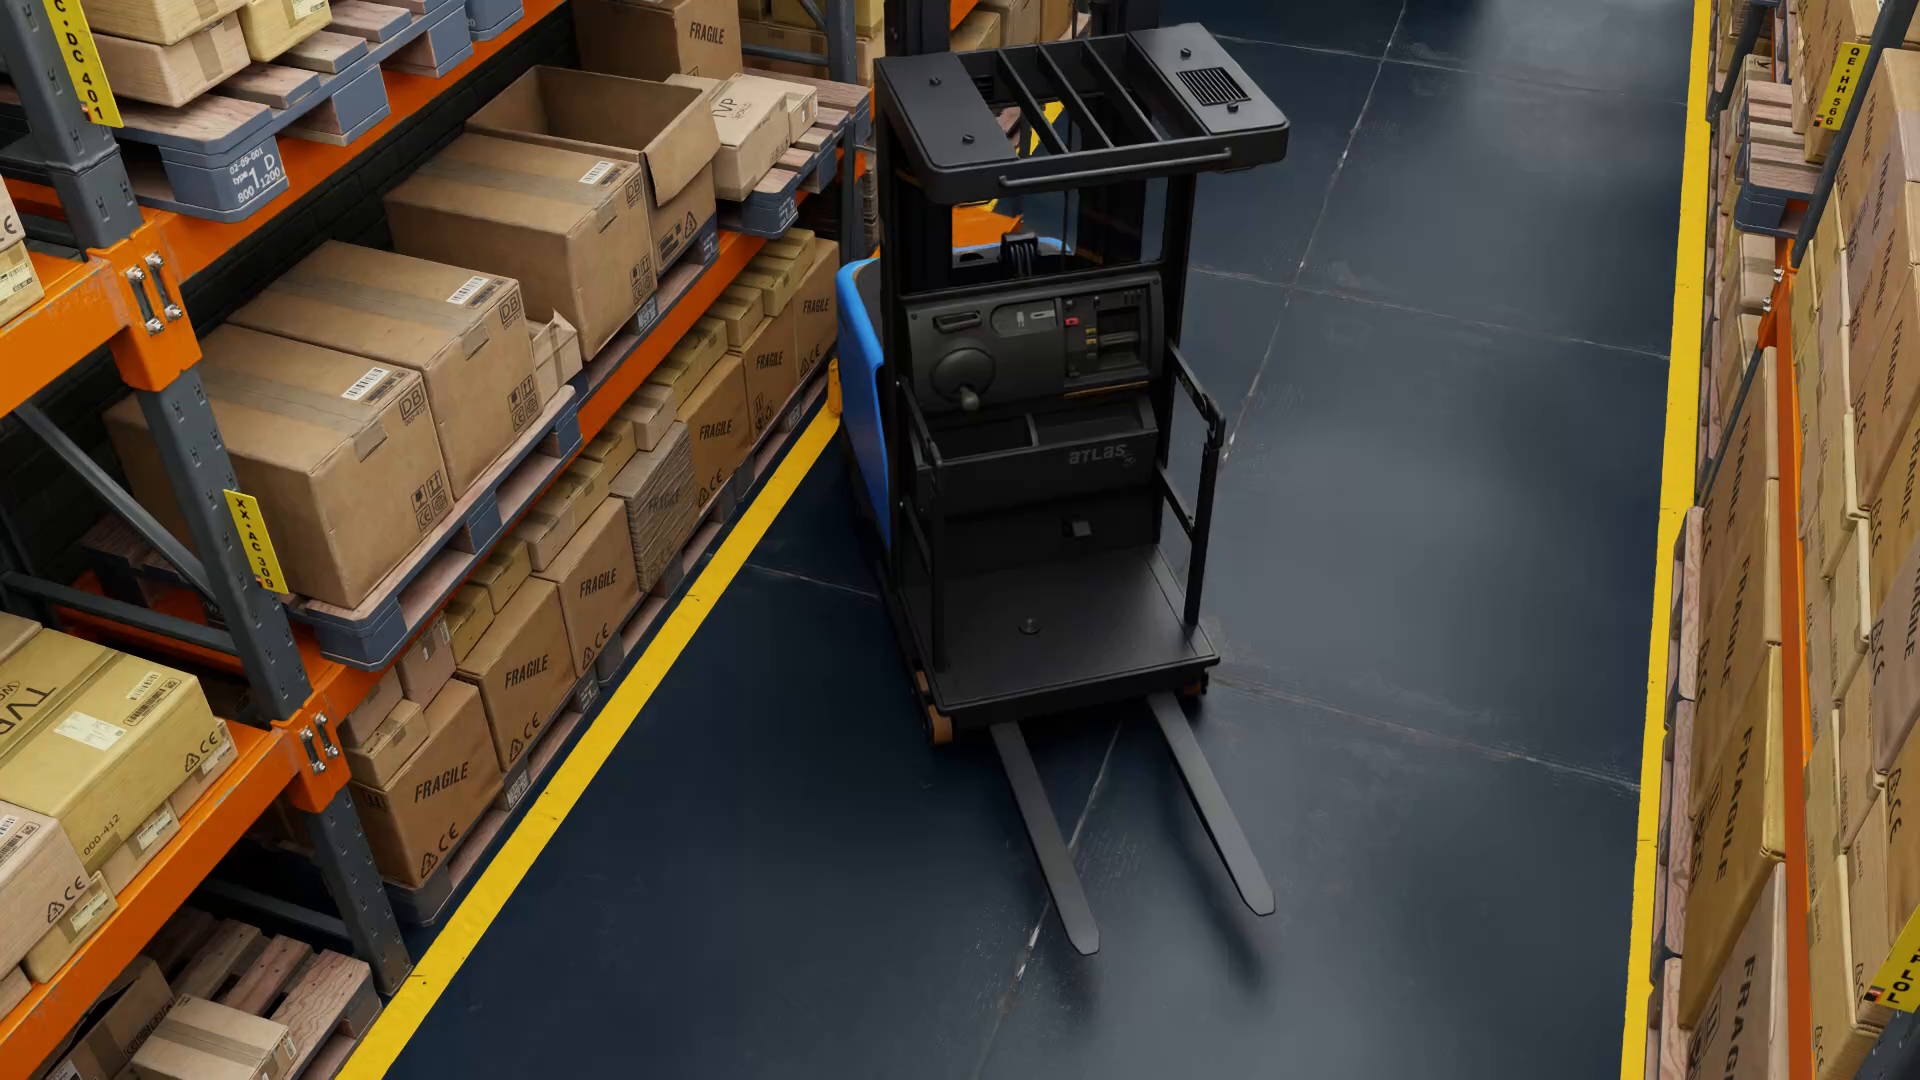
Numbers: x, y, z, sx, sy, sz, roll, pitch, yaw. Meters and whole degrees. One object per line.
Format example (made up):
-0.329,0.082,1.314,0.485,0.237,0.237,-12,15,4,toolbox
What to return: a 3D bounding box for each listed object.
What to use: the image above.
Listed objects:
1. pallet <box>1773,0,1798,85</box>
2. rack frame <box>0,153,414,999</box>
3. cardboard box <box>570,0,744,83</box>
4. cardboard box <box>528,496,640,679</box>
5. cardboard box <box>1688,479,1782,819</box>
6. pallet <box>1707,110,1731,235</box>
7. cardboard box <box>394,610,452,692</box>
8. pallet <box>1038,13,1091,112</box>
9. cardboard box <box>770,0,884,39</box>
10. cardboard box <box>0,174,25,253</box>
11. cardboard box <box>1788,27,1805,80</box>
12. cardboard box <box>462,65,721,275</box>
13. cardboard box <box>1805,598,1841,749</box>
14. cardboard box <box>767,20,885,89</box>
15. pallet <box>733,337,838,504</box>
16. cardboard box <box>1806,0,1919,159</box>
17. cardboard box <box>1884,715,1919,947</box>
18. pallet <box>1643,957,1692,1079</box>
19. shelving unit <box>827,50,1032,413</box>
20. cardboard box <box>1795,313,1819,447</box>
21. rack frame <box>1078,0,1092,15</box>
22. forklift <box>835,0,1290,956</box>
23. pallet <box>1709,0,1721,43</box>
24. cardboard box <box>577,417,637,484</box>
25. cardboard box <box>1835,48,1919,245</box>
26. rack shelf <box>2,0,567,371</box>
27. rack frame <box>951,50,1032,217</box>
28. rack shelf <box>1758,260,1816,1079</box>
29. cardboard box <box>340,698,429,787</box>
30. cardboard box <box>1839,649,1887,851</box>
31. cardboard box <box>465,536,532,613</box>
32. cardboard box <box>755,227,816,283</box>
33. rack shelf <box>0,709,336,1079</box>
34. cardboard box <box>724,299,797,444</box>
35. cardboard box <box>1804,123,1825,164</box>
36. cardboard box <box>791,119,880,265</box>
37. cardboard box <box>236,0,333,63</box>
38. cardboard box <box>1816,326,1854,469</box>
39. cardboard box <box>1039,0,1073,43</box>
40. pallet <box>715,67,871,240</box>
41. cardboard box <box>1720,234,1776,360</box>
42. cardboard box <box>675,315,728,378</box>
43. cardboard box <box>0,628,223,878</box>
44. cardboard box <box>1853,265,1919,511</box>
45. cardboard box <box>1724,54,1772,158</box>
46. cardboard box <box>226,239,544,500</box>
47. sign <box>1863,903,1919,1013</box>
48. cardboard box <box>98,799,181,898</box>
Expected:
4.354,-2.263,7.739,1.003,0.211,1.213,13,42,15,pallet
-2.318,0.221,4.680,1.000,3.000,0.127,13,42,15,rack frame
-1.273,-2.137,7.043,0.500,0.500,0.500,15,43,17,cardboard box
-1.594,0.137,6.381,0.500,0.500,0.500,12,42,14,cardboard box
3.092,0.475,5.695,0.875,0.875,0.875,14,42,16,cardboard box
4.818,-2.023,9.458,1.003,0.211,1.213,13,42,15,pallet
-1.902,0.323,5.433,0.380,0.149,0.250,11,42,13,cardboard box
0.202,-3.139,10.767,1.003,0.211,1.213,13,42,15,pallet
-0.546,-2.563,7.673,0.500,0.250,0.500,13,42,15,cardboard box
-2.248,-0.626,3.248,0.500,0.250,0.500,13,42,15,cardboard box
3.849,-2.101,7.272,0.380,0.149,0.250,14,42,16,cardboard box
-1.335,-1.381,6.154,0.797,0.503,0.637,12,42,14,cardboard box
2.630,0.434,4.546,0.500,0.250,0.500,12,42,14,cardboard box
-0.569,-2.378,7.842,0.500,0.250,0.500,13,42,15,cardboard box
-1.241,-0.711,7.921,1.003,0.211,1.213,13,42,15,pallet
3.610,-1.769,6.383,0.500,0.500,0.500,12,42,14,cardboard box
2.264,0.574,3.419,0.500,0.500,0.500,15,43,16,cardboard box
2.541,1.894,4.867,1.003,0.211,1.213,13,42,15,pallet
-0.115,-1.417,7.724,0.587,1.500,1.083,18,43,13,shelving unit
3.153,-0.502,5.643,0.500,0.250,0.500,12,42,14,cardboard box
0.417,-4.658,10.399,1.000,3.000,0.127,13,42,15,rack frame
0.331,-0.615,5.713,1.130,2.935,3.031,-10,41,-11,forklift
5.695,-3.662,11.380,1.003,0.211,1.213,13,42,15,pallet
-1.493,-0.376,6.482,0.380,0.149,0.250,13,42,15,cardboard box
3.317,-1.291,5.605,0.500,0.500,0.500,12,42,14,cardboard box
-1.634,-1.866,5.369,1.077,0.370,4.000,13,42,15,rack shelf
0.075,-1.730,8.090,0.500,1.500,0.032,18,43,13,rack frame
3.031,0.374,5.054,1.077,0.370,4.000,13,42,15,rack shelf
-1.945,0.606,5.331,0.380,0.149,0.250,15,43,17,cardboard box
2.434,0.558,4.015,0.500,0.250,0.500,14,43,16,cardboard box
-1.765,0.090,5.936,0.380,0.149,0.250,13,42,14,cardboard box
-0.881,-1.317,7.585,0.380,0.149,0.250,11,42,13,cardboard box
-3.002,1.715,3.483,1.077,0.370,4.000,13,42,15,rack shelf
-1.074,-0.819,7.501,0.500,0.500,0.500,13,42,14,cardboard box
3.630,-1.615,6.702,0.380,0.149,0.250,14,42,16,cardboard box
-0.724,-1.852,8.616,0.875,0.625,0.625,15,43,16,cardboard box
-1.721,-1.266,3.905,0.380,0.149,0.250,14,42,16,cardboard box
2.950,-0.382,5.117,0.500,0.250,0.500,13,42,15,cardboard box
0.250,-3.594,10.657,0.875,0.625,0.625,15,43,17,cardboard box
-1.116,-1.717,7.099,1.213,0.211,1.003,13,42,15,pallet
4.163,-1.074,7.898,0.950,0.372,0.625,13,42,14,cardboard box
-1.210,-0.842,7.028,0.380,0.149,0.250,14,43,16,cardboard box
-2.263,0.530,4.204,0.500,0.250,0.500,14,43,16,cardboard box
2.789,-0.367,4.522,0.500,0.500,0.500,14,42,16,cardboard box
4.906,-2.399,9.451,0.950,0.372,0.625,14,42,16,cardboard box
-1.765,-0.538,5.169,0.700,0.500,0.500,14,42,16,cardboard box
1.834,0.796,3.175,0.100,0.325,0.005,13,42,15,sign
-2.259,0.731,4.276,0.380,0.149,0.250,14,43,16,cardboard box
